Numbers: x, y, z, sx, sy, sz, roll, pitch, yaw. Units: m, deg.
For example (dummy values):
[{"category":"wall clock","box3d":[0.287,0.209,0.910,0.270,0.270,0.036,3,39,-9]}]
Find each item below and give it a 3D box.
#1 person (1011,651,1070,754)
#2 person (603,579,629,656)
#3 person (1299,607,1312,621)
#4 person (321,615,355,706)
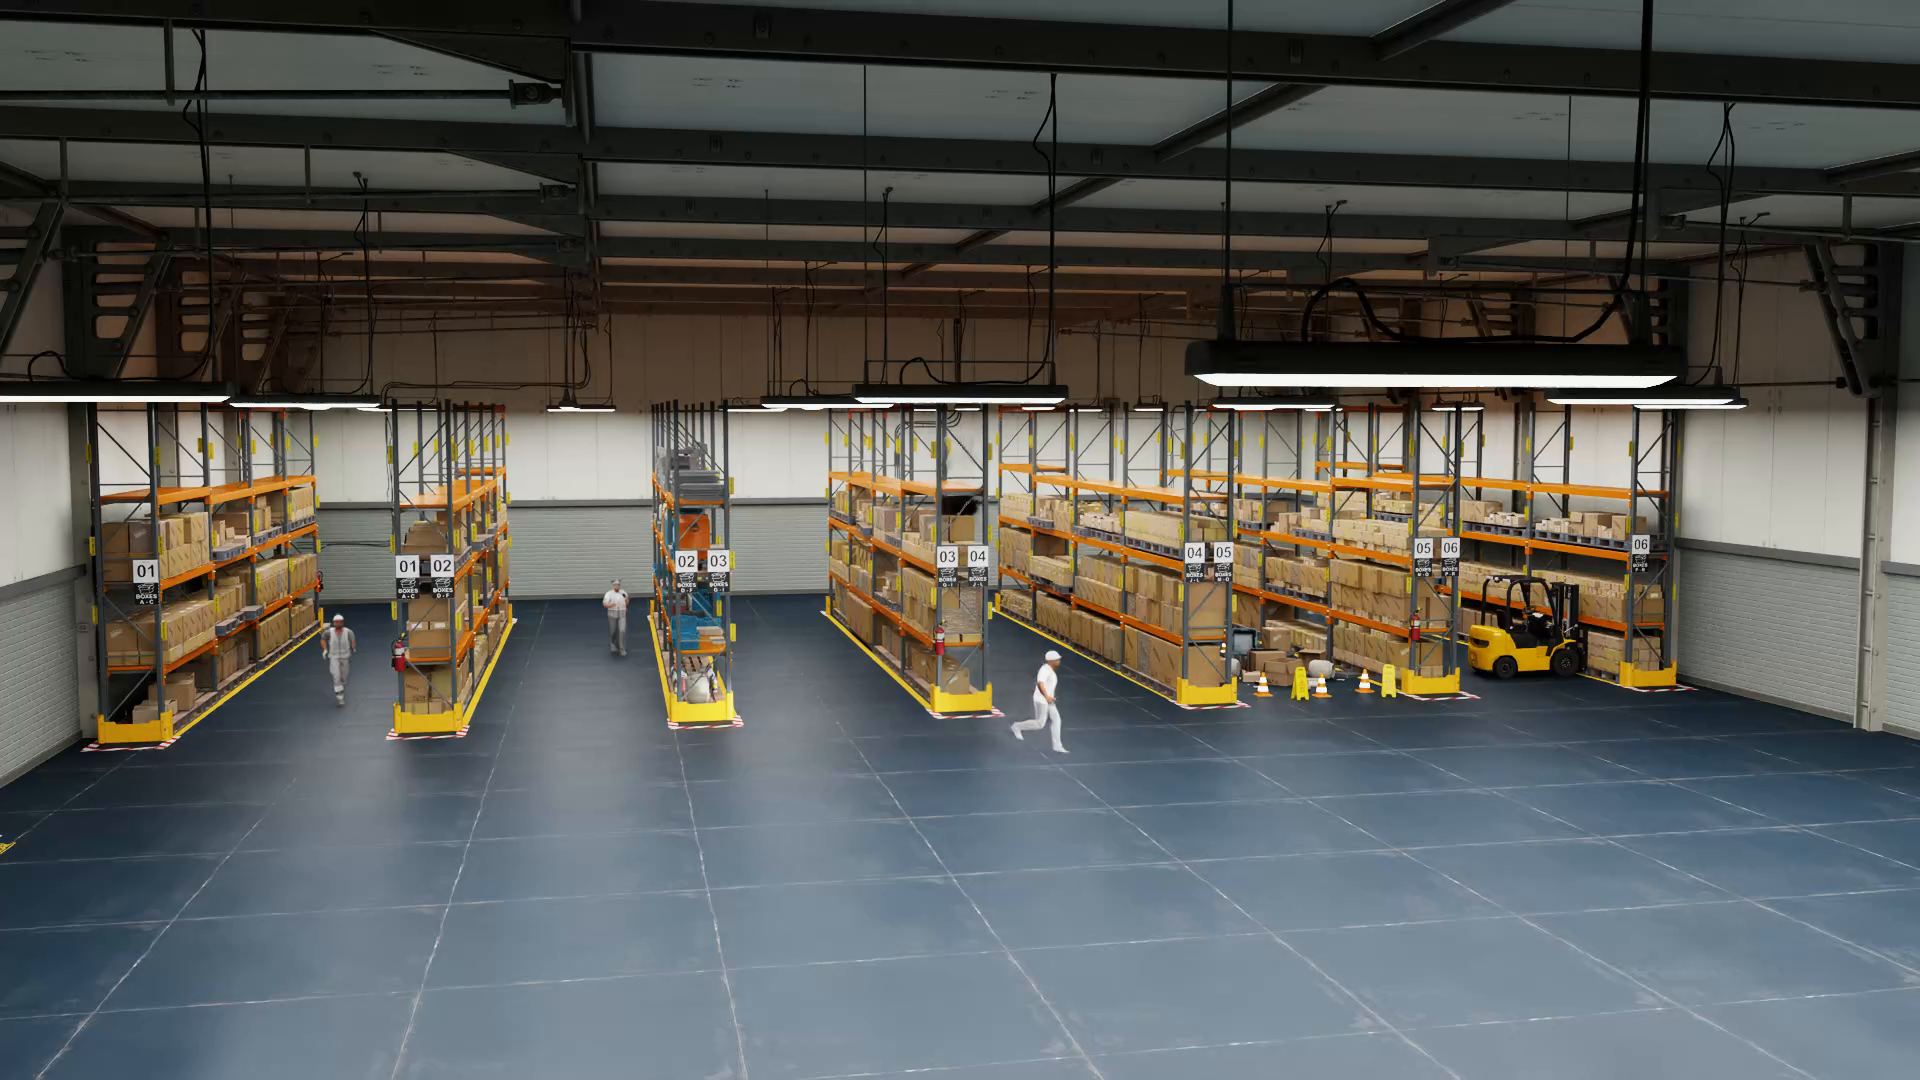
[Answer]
[{"category":"person","box3d":[1.370,2.749,28.235,1.018,1.753,0.700,1,4,15]},{"category":"person","box3d":[-8.201,1.823,39.754,0.654,1.809,0.917,-2,5,-21]},{"category":"person","box3d":[9.567,1.414,45.641,0.689,1.744,0.600,-2,5,-23]},{"category":"person","box3d":[-12.341,2.353,33.026,0.631,1.779,0.954,-2,5,-28]}]
